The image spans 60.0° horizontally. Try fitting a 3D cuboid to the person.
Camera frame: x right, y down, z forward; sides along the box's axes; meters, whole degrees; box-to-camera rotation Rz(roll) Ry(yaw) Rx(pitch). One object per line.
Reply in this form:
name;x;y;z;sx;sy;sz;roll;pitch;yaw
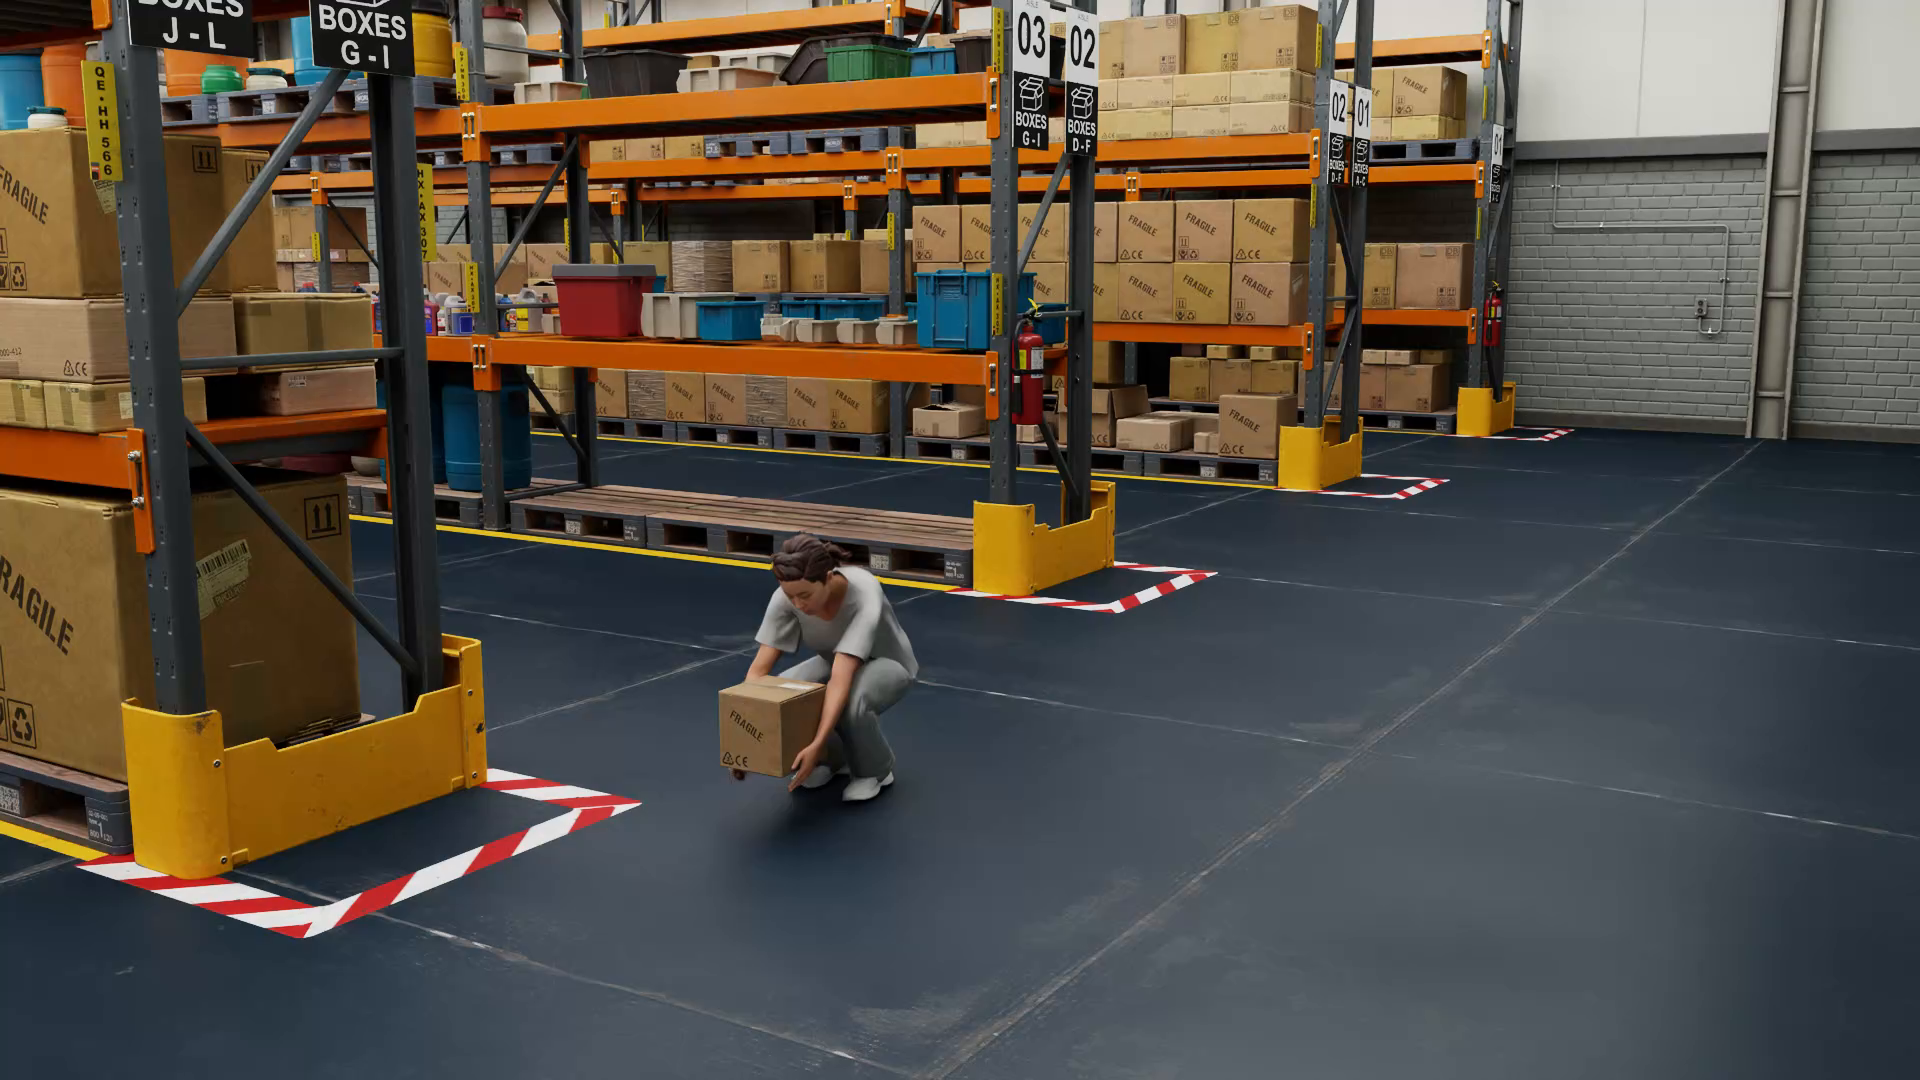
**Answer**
person;-0.444;0.416;5.638;0.469;0.949;0.803;6;11;30
